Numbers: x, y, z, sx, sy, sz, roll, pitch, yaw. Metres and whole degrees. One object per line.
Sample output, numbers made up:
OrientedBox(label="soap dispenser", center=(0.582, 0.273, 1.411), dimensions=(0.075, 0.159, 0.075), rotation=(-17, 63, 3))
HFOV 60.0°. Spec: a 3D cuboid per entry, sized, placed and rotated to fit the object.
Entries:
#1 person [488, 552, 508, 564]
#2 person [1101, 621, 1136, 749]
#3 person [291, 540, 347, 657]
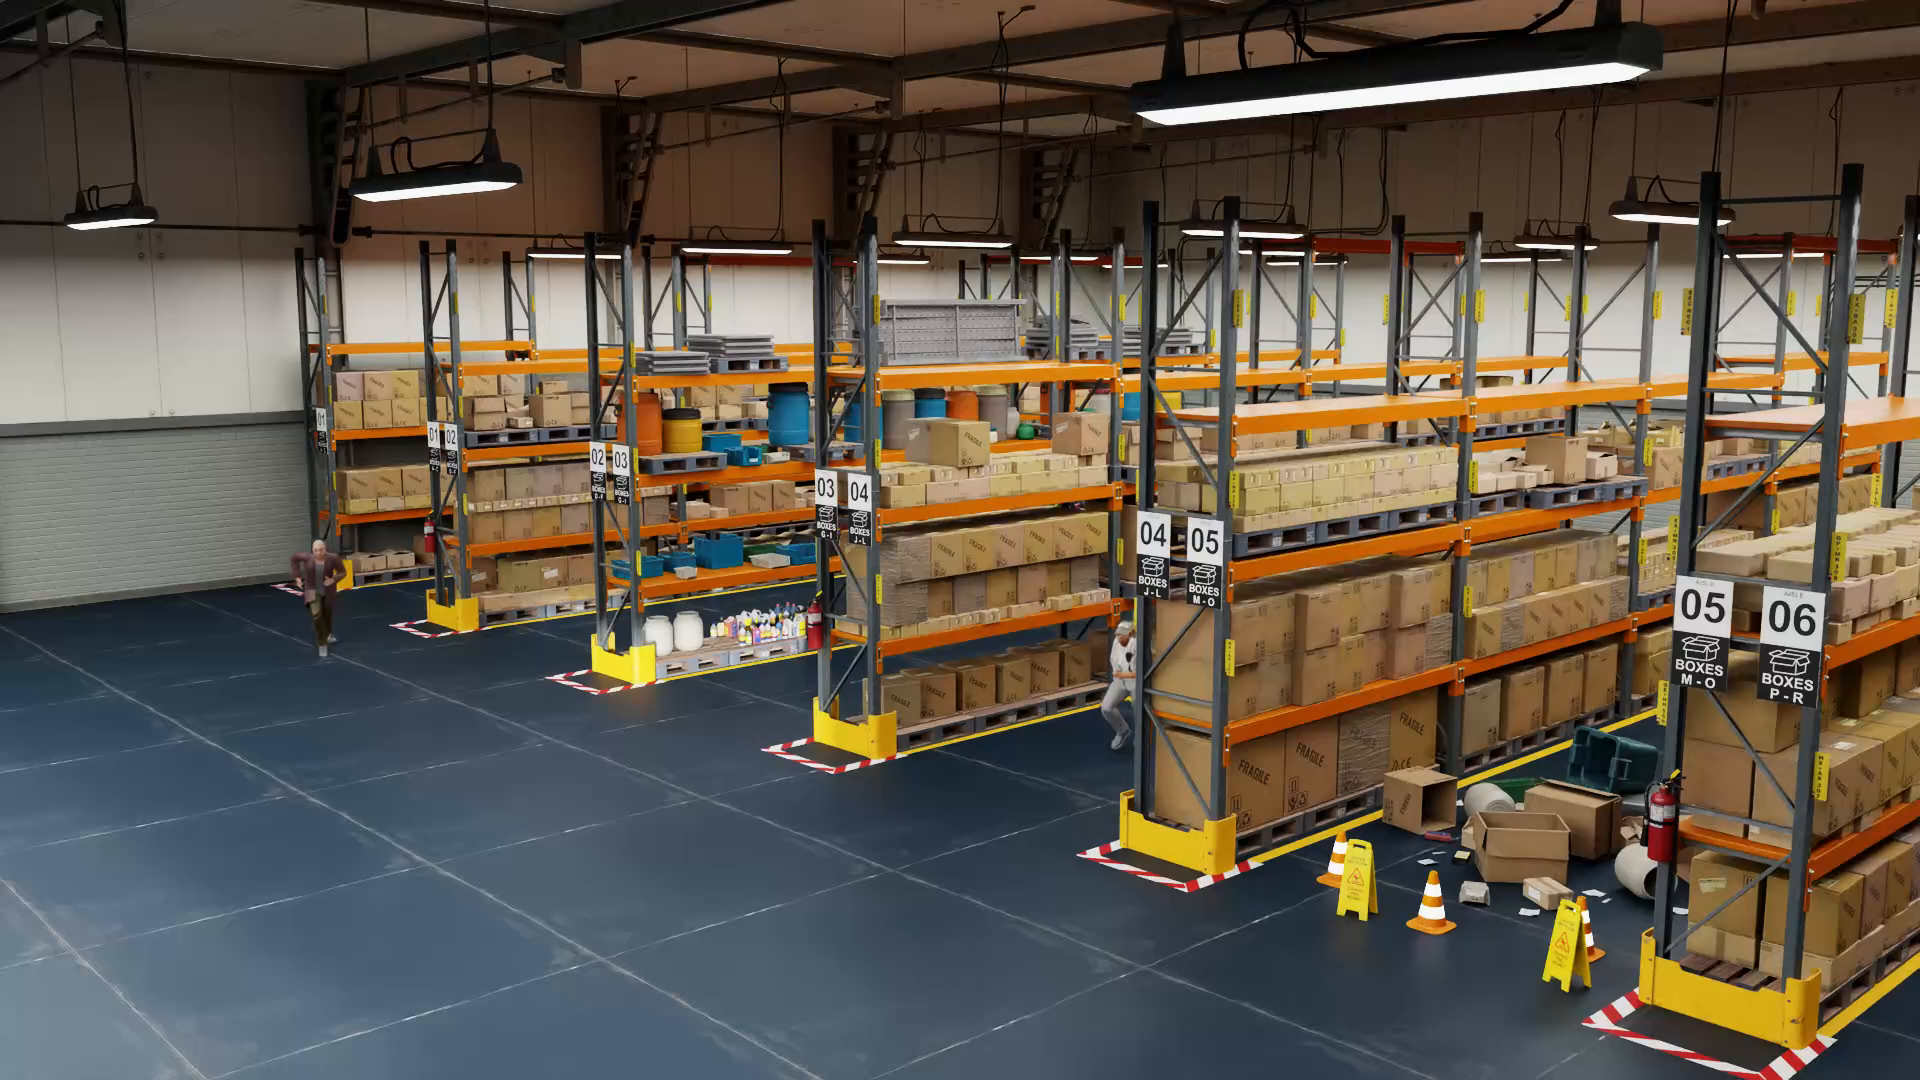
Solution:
OrientedBox(label="person", center=(-7.904, 0.219, 28.414), dimensions=(0.532, 1.531, 0.839), rotation=(6, 11, 37))
OrientedBox(label="person", center=(1.971, 1.634, 18.884), dimensions=(0.549, 1.530, 0.889), rotation=(6, 10, 34))
OrientedBox(label="person", center=(-9.322, 0.814, 24.259), dimensions=(0.757, 1.744, 1.062), rotation=(-3, 9, -17))
